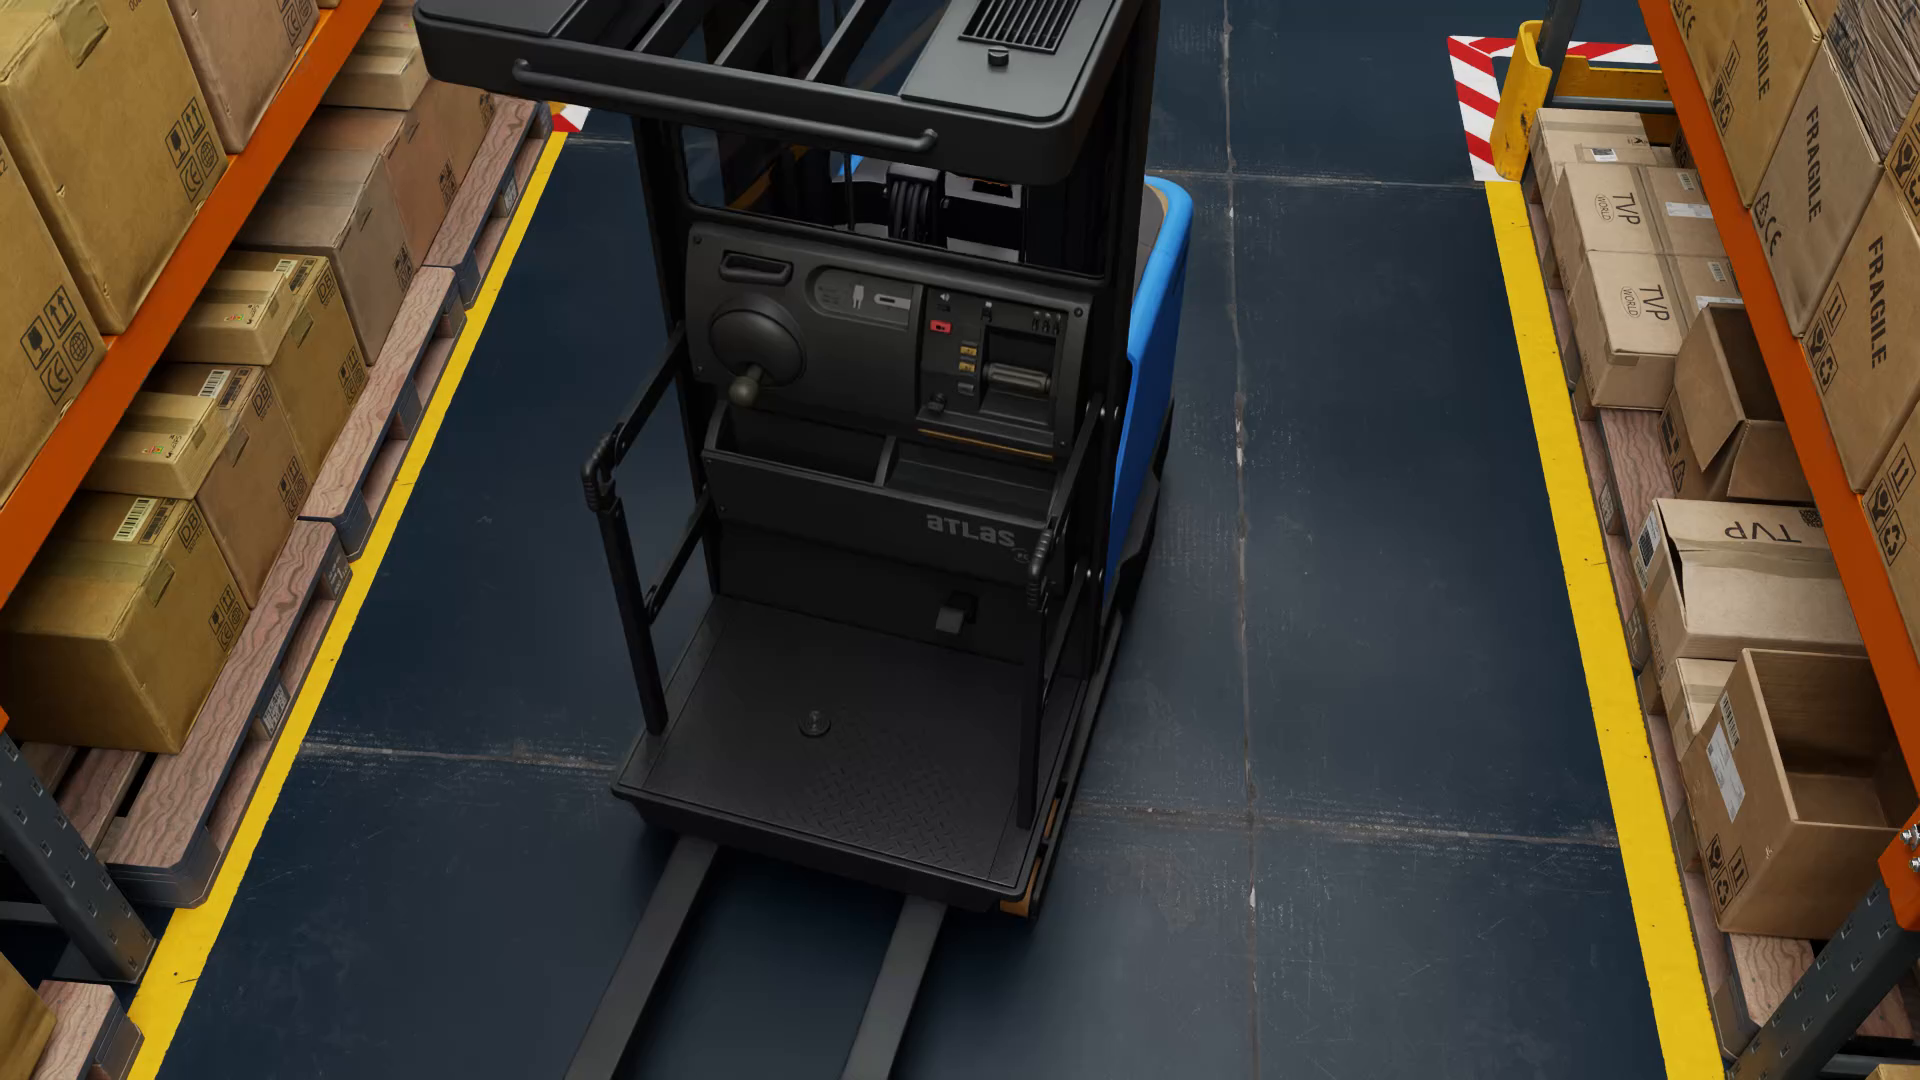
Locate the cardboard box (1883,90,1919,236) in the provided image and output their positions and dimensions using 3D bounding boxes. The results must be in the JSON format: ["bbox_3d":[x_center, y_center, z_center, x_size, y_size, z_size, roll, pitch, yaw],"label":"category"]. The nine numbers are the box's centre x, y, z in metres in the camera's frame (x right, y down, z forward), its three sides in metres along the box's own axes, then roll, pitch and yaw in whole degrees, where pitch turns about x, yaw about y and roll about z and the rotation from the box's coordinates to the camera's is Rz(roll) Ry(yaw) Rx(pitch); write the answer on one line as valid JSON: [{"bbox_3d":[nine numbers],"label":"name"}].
[{"bbox_3d":[2.190,-0.767,3.174,0.500,0.500,0.500,3,48,3],"label":"cardboard box"}]

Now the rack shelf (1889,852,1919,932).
[{"bbox_3d":[2.176,2.082,1.801,1.077,0.370,4.000,4,48,4],"label":"rack shelf"}]

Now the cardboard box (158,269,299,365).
[{"bbox_3d":[-2.145,-0.644,4.776,0.380,0.149,0.250,3,48,2],"label":"cardboard box"}]

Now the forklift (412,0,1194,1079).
[{"bbox_3d":[-0.234,-0.344,3.578,1.130,2.935,3.031,13,49,11],"label":"forklift"}]

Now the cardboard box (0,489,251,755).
[{"bbox_3d":[-2.405,0.198,4.445,0.700,0.500,0.500,4,48,4],"label":"cardboard box"}]

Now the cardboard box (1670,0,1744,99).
[{"bbox_3d":[2.329,-1.547,4.565,0.500,0.500,0.500,4,48,3],"label":"cardboard box"}]

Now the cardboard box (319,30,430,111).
[{"bbox_3d":[-2.028,-1.602,5.652,0.380,0.149,0.250,5,48,5],"label":"cardboard box"}]

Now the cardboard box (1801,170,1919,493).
[{"bbox_3d":[2.194,-0.428,3.541,0.500,0.500,0.500,5,48,5],"label":"cardboard box"}]

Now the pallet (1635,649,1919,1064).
[{"bbox_3d":[2.422,0.806,4.370,1.003,0.211,1.213,4,48,4],"label":"pallet"}]

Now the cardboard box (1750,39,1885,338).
[{"bbox_3d":[2.238,-0.806,3.886,0.500,0.500,0.500,5,48,4],"label":"cardboard box"}]

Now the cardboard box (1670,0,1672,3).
[{"bbox_3d":[2.378,-1.916,4.902,0.500,0.500,0.500,3,48,3],"label":"cardboard box"}]

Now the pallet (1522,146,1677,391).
[{"bbox_3d":[2.644,-0.987,6.010,1.003,0.211,1.213,4,48,4],"label":"pallet"}]

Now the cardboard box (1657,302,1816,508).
[{"bbox_3d":[2.524,-0.317,4.901,0.797,0.503,0.637,4,48,4],"label":"cardboard box"}]

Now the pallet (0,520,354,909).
[{"bbox_3d":[-2.428,0.427,4.717,1.003,0.211,1.213,4,48,4],"label":"pallet"}]

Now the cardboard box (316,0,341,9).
[{"bbox_3d":[-2.302,-2.091,4.926,0.980,0.700,0.700,4,48,3],"label":"cardboard box"}]

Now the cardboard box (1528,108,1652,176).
[{"bbox_3d":[2.342,-1.472,6.197,0.380,0.149,0.250,4,48,4],"label":"cardboard box"}]

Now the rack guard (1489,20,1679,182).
[{"bbox_3d":[2.716,-1.670,6.439,1.175,0.500,0.348,4,48,4],"label":"rack guard"}]

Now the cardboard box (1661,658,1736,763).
[{"bbox_3d":[2.102,0.466,4.425,0.380,0.149,0.250,4,48,4],"label":"cardboard box"}]

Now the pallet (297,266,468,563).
[{"bbox_3d":[-2.319,-0.472,5.539,1.003,0.211,1.213,4,48,4],"label":"pallet"}]

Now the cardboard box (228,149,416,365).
[{"bbox_3d":[-2.266,-0.940,5.486,0.700,0.500,0.500,2,48,2],"label":"cardboard box"}]

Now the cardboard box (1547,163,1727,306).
[{"bbox_3d":[2.345,-1.043,5.736,0.500,0.250,0.500,4,48,4],"label":"cardboard box"}]

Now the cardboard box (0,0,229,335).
[{"bbox_3d":[-2.438,-0.996,3.925,0.980,0.700,0.700,3,48,3],"label":"cardboard box"}]

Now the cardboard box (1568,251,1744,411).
[{"bbox_3d":[2.299,-0.675,5.400,0.500,0.250,0.500,4,48,4],"label":"cardboard box"}]

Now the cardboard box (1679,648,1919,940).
[{"bbox_3d":[2.128,0.627,4.040,0.500,0.500,0.500,4,48,4],"label":"cardboard box"}]

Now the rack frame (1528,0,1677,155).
[{"bbox_3d":[2.723,-2.570,5.568,1.000,3.000,0.127,4,48,4],"label":"rack frame"}]

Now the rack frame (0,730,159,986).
[{"bbox_3d":[-2.575,0.039,3.182,1.000,3.000,0.127,4,48,4],"label":"rack frame"}]

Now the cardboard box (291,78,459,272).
[{"bbox_3d":[-2.220,-1.310,5.824,0.700,0.500,0.500,4,48,3],"label":"cardboard box"}]

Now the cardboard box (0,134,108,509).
[{"bbox_3d":[-2.510,-0.460,3.434,0.980,0.700,0.700,5,48,4],"label":"cardboard box"}]

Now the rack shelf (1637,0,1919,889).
[{"bbox_3d":[2.540,-0.858,4.489,1.077,0.370,4.000,4,48,4],"label":"rack shelf"}]

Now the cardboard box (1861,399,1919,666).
[{"bbox_3d":[2.148,-0.049,3.194,0.500,0.500,0.500,5,48,4],"label":"cardboard box"}]

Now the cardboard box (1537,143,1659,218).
[{"bbox_3d":[2.319,-1.294,6.023,0.380,0.166,0.250,4,48,4],"label":"cardboard box"}]

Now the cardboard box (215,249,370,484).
[{"bbox_3d":[-2.307,-0.548,5.128,0.700,0.500,0.500,5,48,4],"label":"cardboard box"}]

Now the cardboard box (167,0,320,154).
[{"bbox_3d":[-2.381,-1.531,4.414,0.980,0.700,0.700,2,48,2],"label":"cardboard box"}]

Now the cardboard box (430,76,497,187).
[{"bbox_3d":[-2.175,-1.677,6.161,0.700,0.500,0.500,4,48,4],"label":"cardboard box"}]

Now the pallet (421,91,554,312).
[{"bbox_3d":[-2.206,-1.366,6.357,1.003,0.211,1.213,4,48,4],"label":"pallet"}]

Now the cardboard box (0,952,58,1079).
[{"bbox_3d":[-2.505,1.109,3.375,0.750,0.750,0.750,4,48,4],"label":"cardboard box"}]

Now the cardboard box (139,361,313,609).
[{"bbox_3d":[-2.356,-0.171,4.783,0.700,0.500,0.500,3,48,3],"label":"cardboard box"}]

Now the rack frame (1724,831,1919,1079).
[{"bbox_3d":[2.358,0.369,2.879,1.000,3.000,0.127,4,48,4],"label":"rack frame"}]

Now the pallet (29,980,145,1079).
[{"bbox_3d":[-2.571,1.552,3.687,1.003,0.211,1.213,4,48,4],"label":"pallet"}]

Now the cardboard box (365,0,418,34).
[{"bbox_3d":[-2.005,-1.790,5.824,0.380,0.149,0.250,3,48,3],"label":"cardboard box"}]

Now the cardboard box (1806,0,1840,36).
[{"bbox_3d":[2.284,-1.508,3.851,0.500,0.500,0.500,3,48,3],"label":"cardboard box"}]

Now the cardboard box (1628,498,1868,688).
[{"bbox_3d":[2.196,0.139,4.614,0.500,0.311,0.500,4,48,4],"label":"cardboard box"}]

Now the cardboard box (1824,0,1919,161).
[{"bbox_3d":[2.236,-1.138,3.512,0.500,0.500,0.500,4,48,4],"label":"cardboard box"}]

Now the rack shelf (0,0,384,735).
[{"bbox_3d":[-2.393,-1.188,4.791,1.077,0.370,4.000,4,48,4],"label":"rack shelf"}]

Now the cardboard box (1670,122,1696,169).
[{"bbox_3d":[2.918,-1.459,5.947,0.500,0.500,0.500,4,48,4],"label":"cardboard box"}]

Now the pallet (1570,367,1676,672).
[{"bbox_3d":[2.530,-0.093,5.192,1.003,0.211,1.213,4,48,4],"label":"pallet"}]

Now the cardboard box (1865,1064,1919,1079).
[{"bbox_3d":[2.071,1.404,3.329,0.500,0.500,0.500,2,48,2],"label":"cardboard box"}]

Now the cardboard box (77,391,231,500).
[{"bbox_3d":[-2.192,-0.260,4.425,0.380,0.149,0.250,5,48,5],"label":"cardboard box"}]

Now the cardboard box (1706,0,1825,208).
[{"bbox_3d":[2.282,-1.180,4.229,0.500,0.500,0.500,4,48,4],"label":"cardboard box"}]

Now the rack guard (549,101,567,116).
[{"bbox_3d":[-2.209,-2.074,6.808,1.175,0.500,0.348,4,48,4],"label":"rack guard"}]
